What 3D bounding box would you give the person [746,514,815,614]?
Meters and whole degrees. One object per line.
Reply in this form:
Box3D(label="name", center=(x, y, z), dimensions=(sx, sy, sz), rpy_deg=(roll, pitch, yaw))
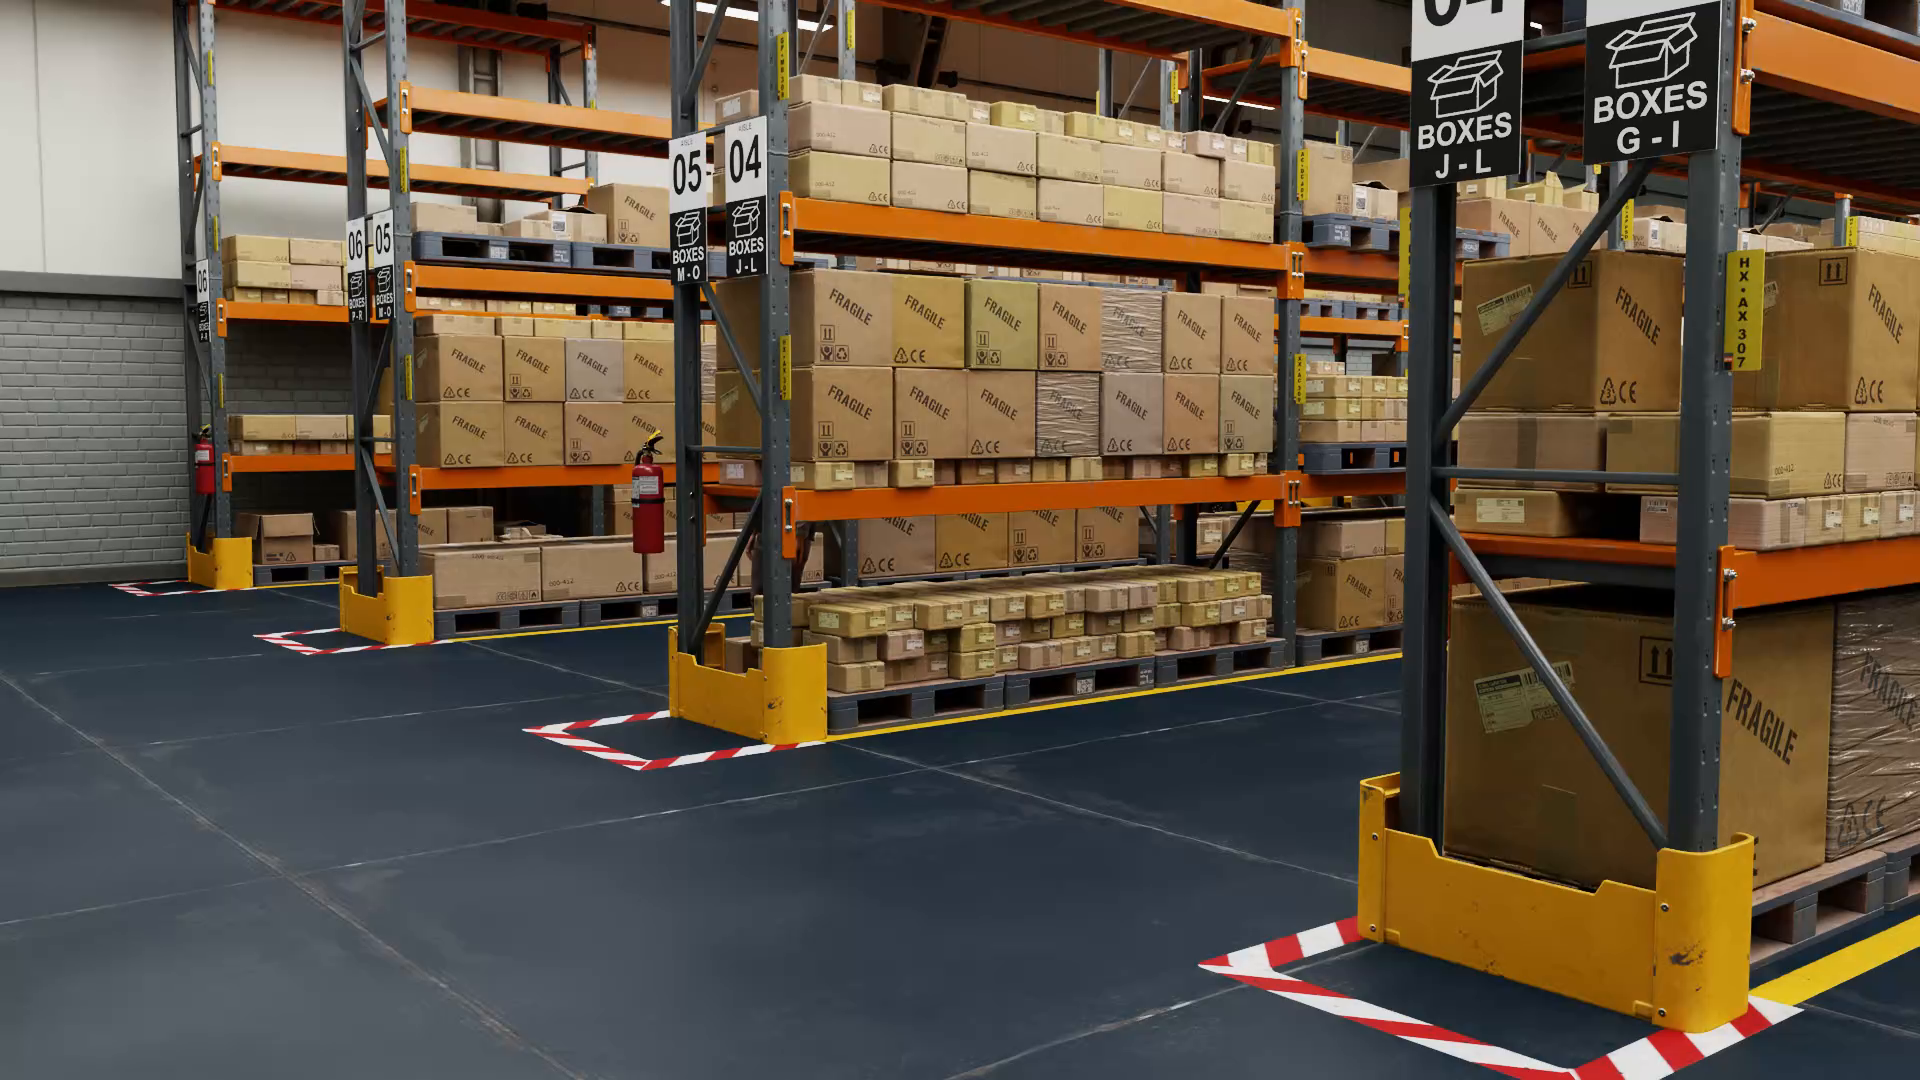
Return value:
Box3D(label="person", center=(-1.175, 0.017, 10.904), dimensions=(0.412, 1.721, 0.587), rpy_deg=(-4, 6, -41))
